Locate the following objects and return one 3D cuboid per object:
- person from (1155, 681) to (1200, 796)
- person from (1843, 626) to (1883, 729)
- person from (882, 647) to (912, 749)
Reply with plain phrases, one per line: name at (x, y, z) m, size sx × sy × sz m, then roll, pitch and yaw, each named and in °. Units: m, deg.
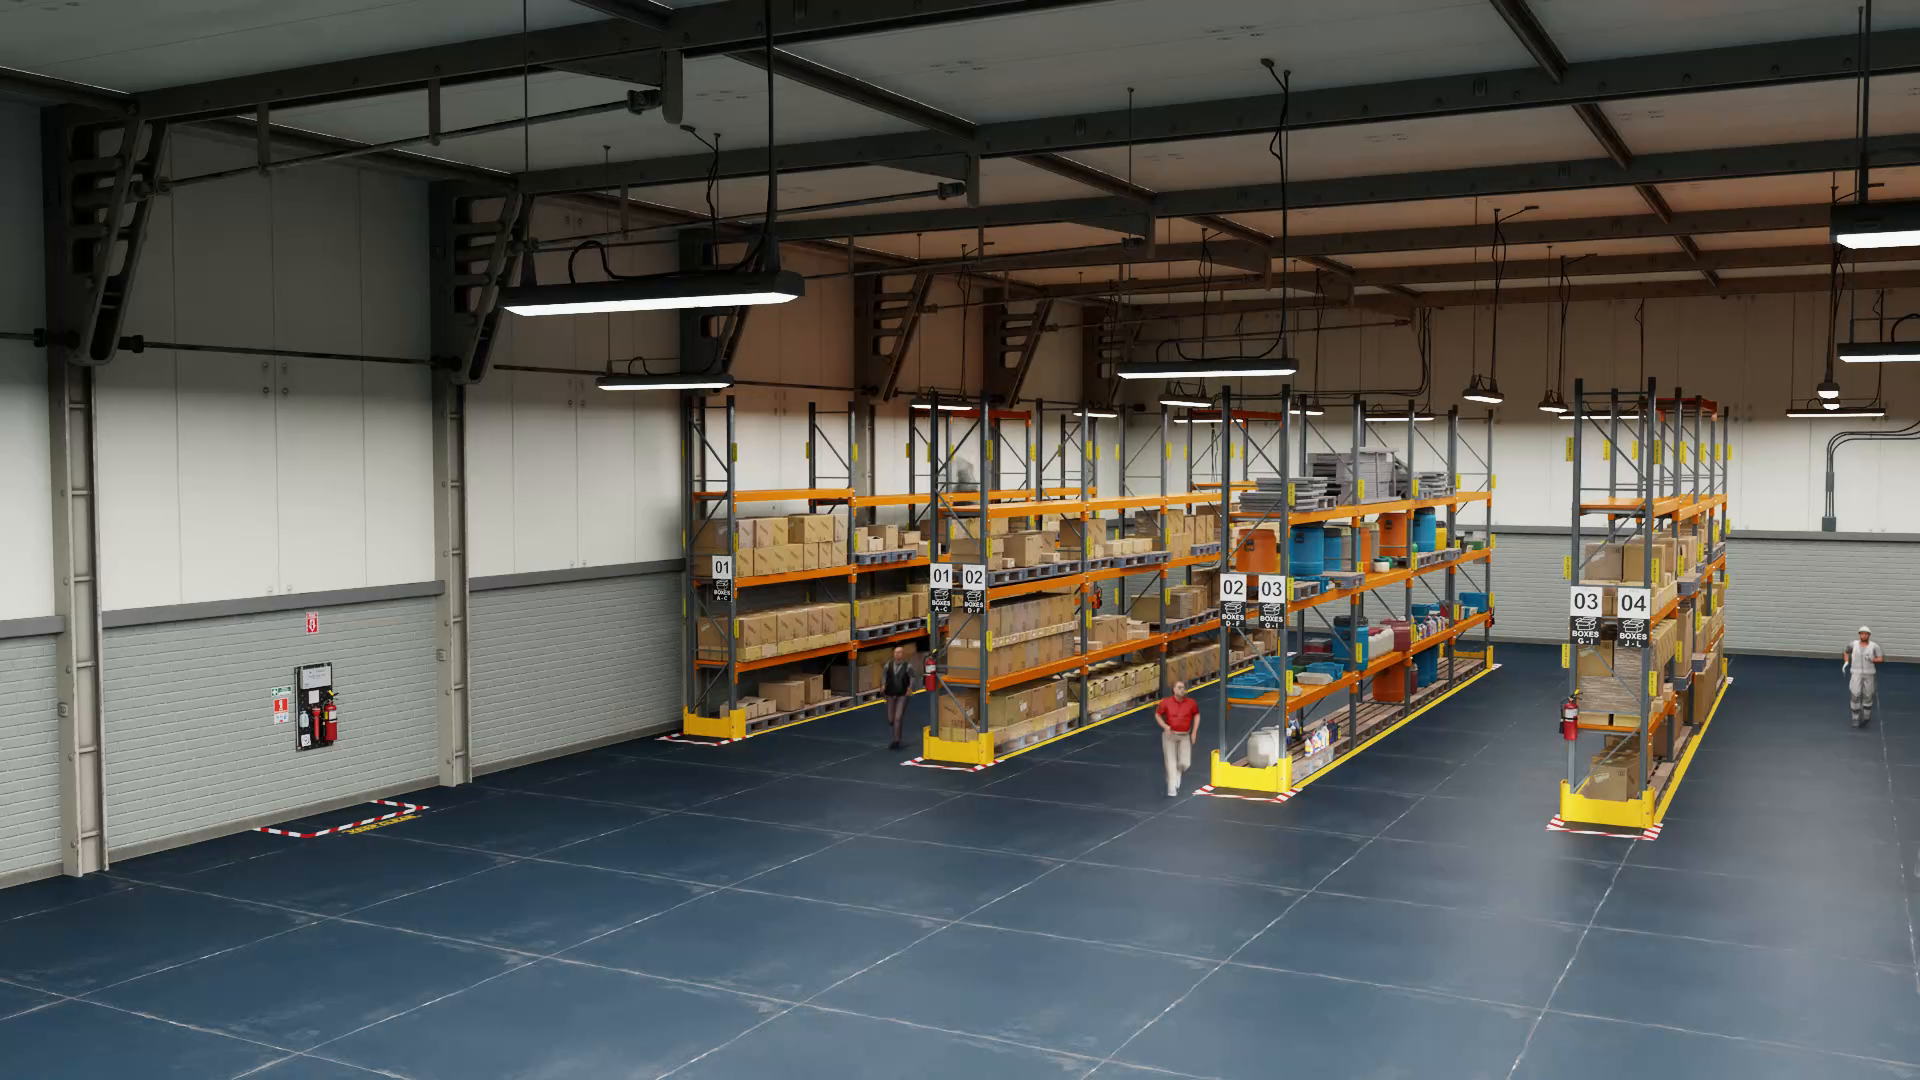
person at (3.194, 2.897, 24.292) m, size 0.684 × 1.684 × 0.596 m, roll 0°, pitch 3°, yaw -3°
person at (16.526, 2.491, 30.445) m, size 0.654 × 1.834 × 0.835 m, roll 2°, pitch 3°, yaw 29°
person at (-1.048, 2.667, 28.273) m, size 0.538 × 1.680 × 0.832 m, roll 1°, pitch 3°, yaw 14°
